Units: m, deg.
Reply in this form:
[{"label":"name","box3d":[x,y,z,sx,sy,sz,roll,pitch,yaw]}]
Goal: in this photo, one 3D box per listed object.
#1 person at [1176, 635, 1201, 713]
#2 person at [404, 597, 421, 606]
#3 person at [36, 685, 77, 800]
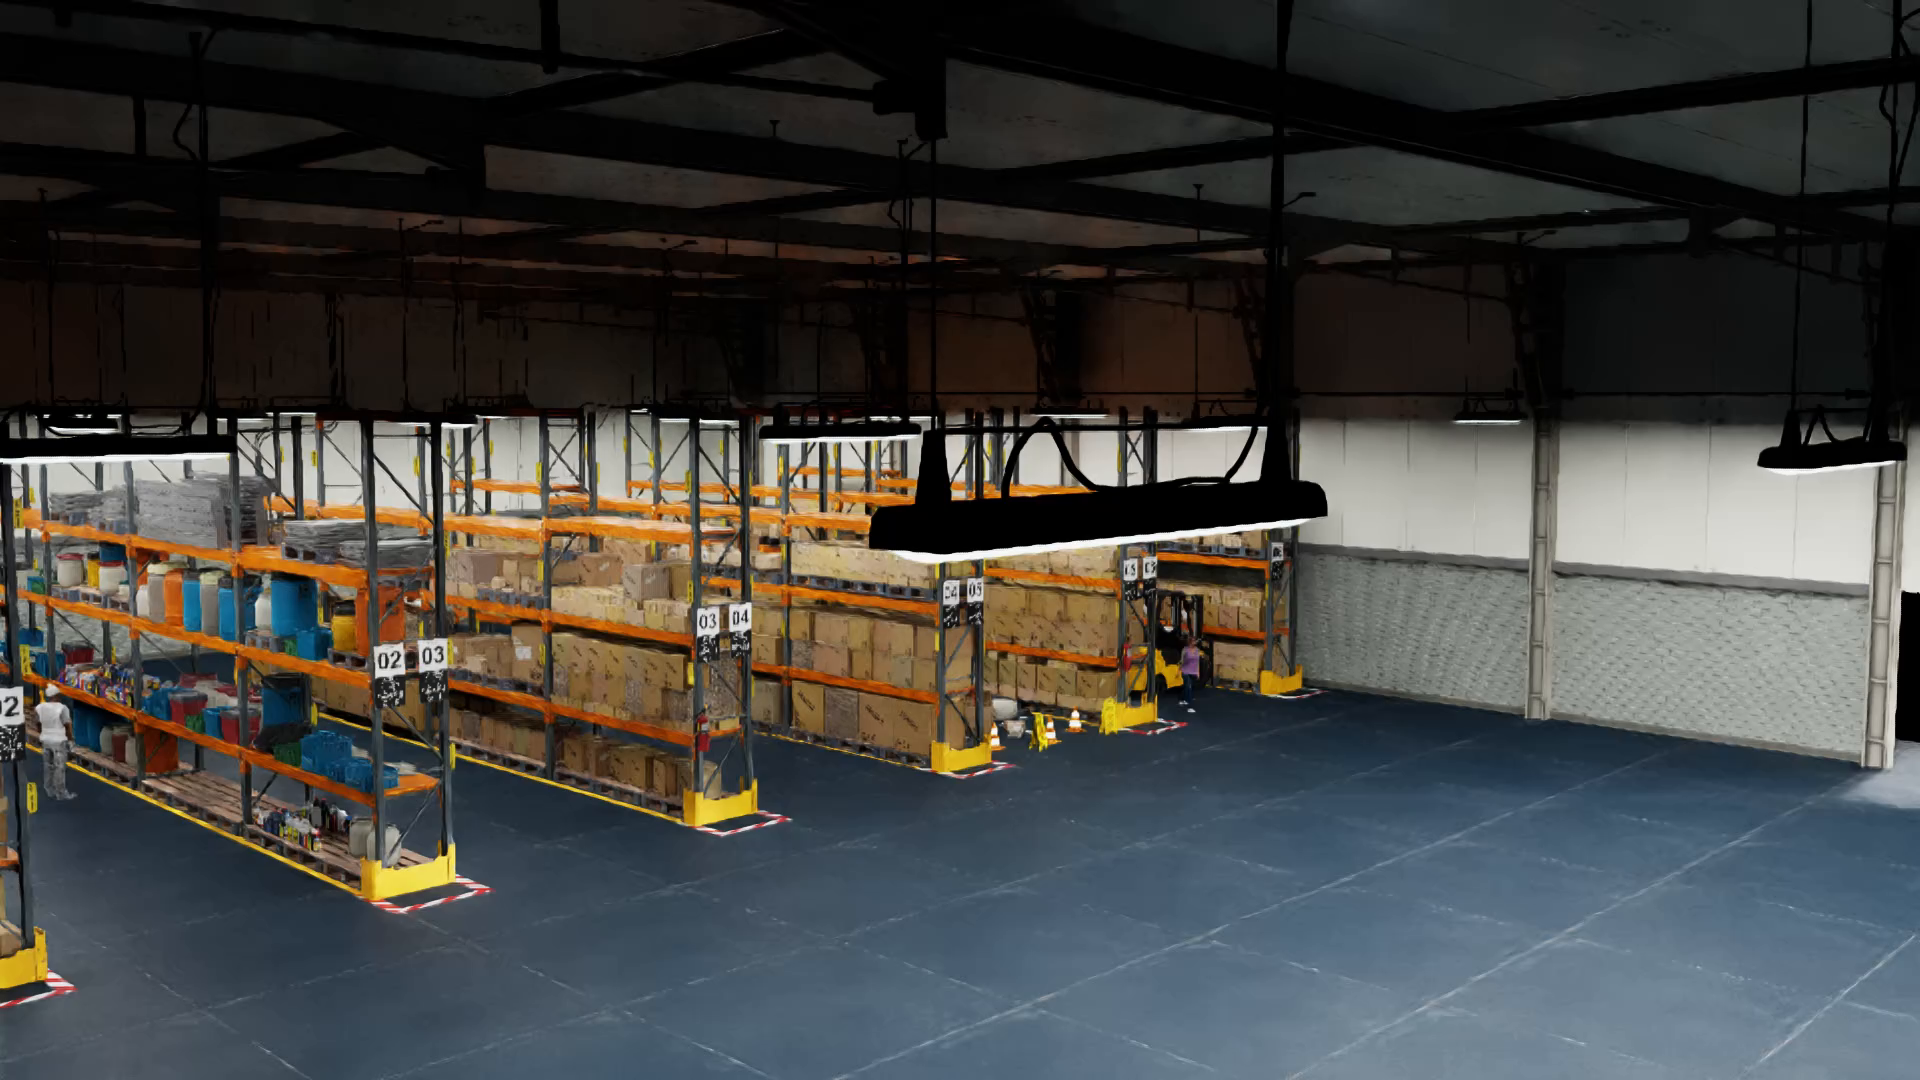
[{"label":"person","box3d":[4.553,2.629,33.109,0.459,1.531,0.875,-2,6,-24]},{"label":"person","box3d":[-13.118,1.961,39.760,0.620,1.723,0.959,-2,5,-22]},{"label":"person","box3d":[-14.073,3.127,25.918,0.614,1.782,0.450,1,5,13]}]
